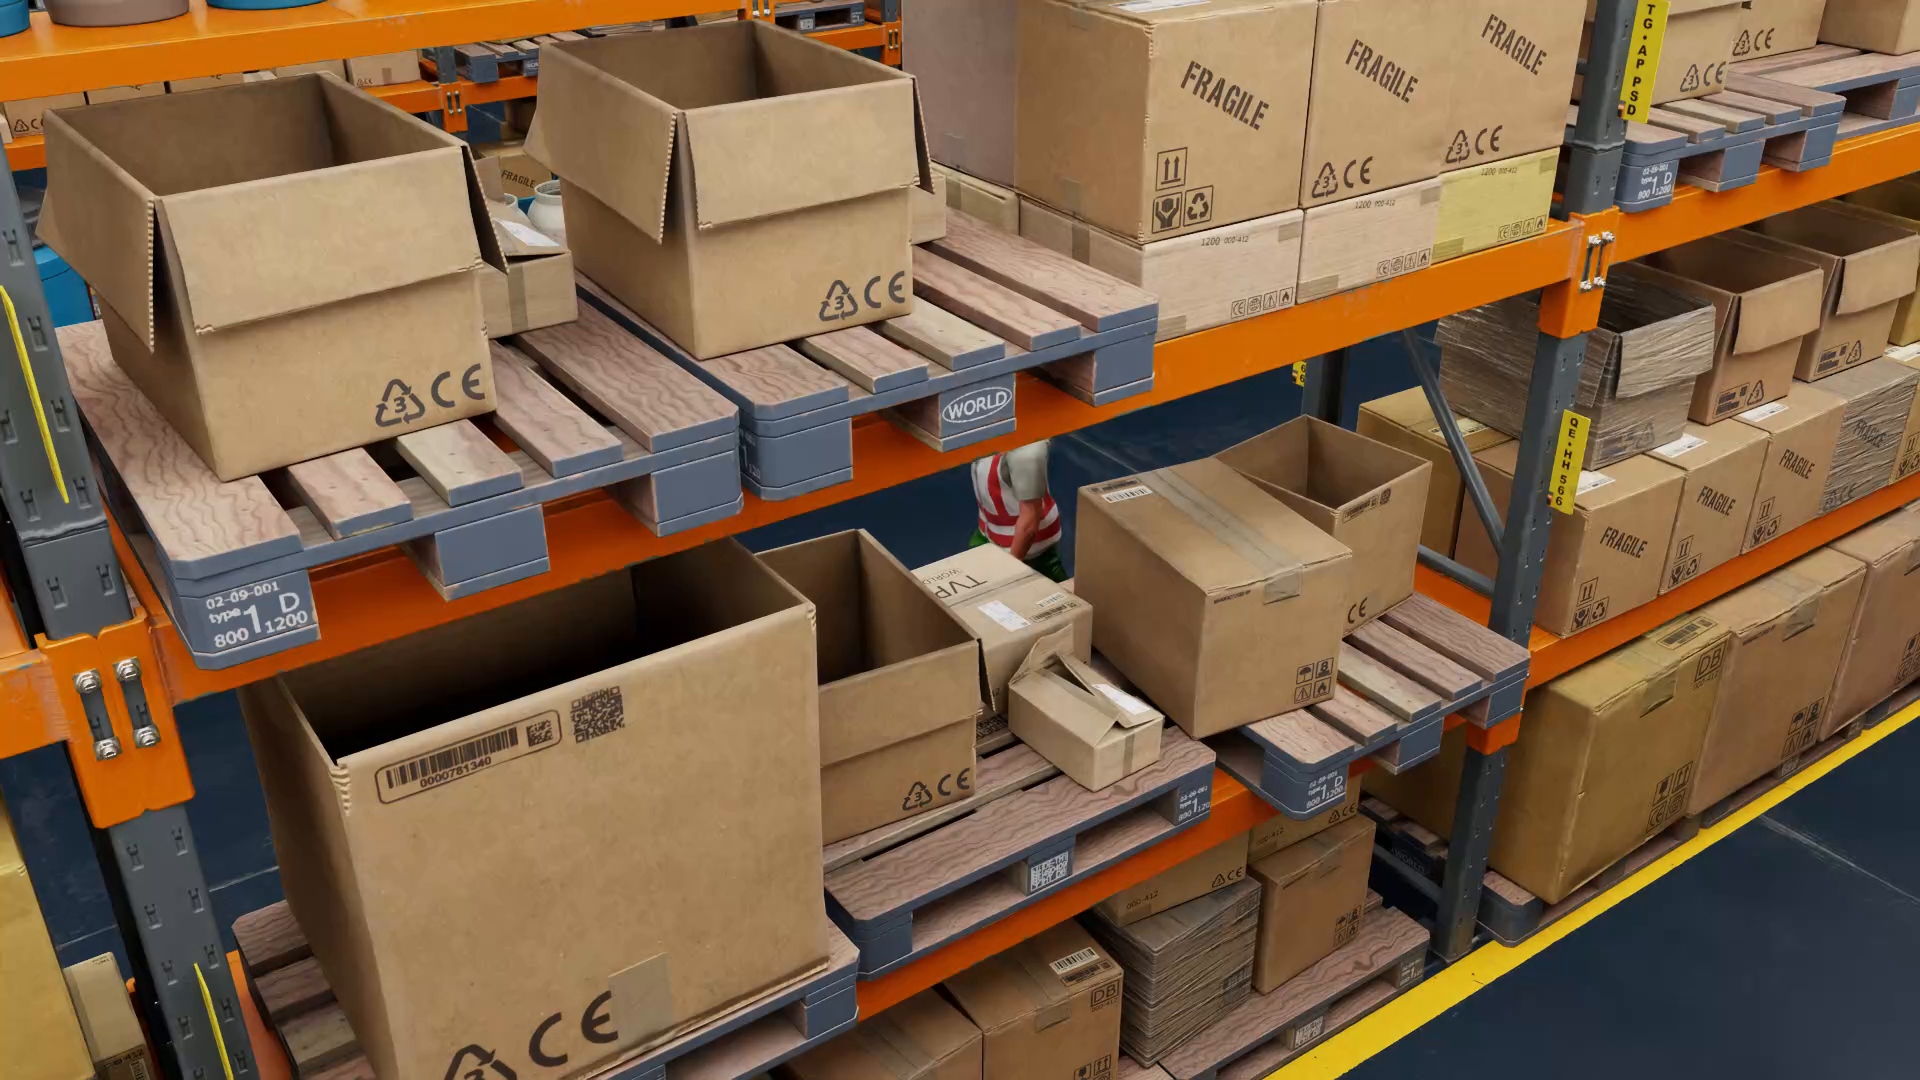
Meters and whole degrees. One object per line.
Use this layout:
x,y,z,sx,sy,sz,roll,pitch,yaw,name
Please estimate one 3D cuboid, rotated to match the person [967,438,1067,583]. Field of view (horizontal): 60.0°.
0.174,-0.011,7.100,1.012,1.721,0.577,-12,31,-22,person
